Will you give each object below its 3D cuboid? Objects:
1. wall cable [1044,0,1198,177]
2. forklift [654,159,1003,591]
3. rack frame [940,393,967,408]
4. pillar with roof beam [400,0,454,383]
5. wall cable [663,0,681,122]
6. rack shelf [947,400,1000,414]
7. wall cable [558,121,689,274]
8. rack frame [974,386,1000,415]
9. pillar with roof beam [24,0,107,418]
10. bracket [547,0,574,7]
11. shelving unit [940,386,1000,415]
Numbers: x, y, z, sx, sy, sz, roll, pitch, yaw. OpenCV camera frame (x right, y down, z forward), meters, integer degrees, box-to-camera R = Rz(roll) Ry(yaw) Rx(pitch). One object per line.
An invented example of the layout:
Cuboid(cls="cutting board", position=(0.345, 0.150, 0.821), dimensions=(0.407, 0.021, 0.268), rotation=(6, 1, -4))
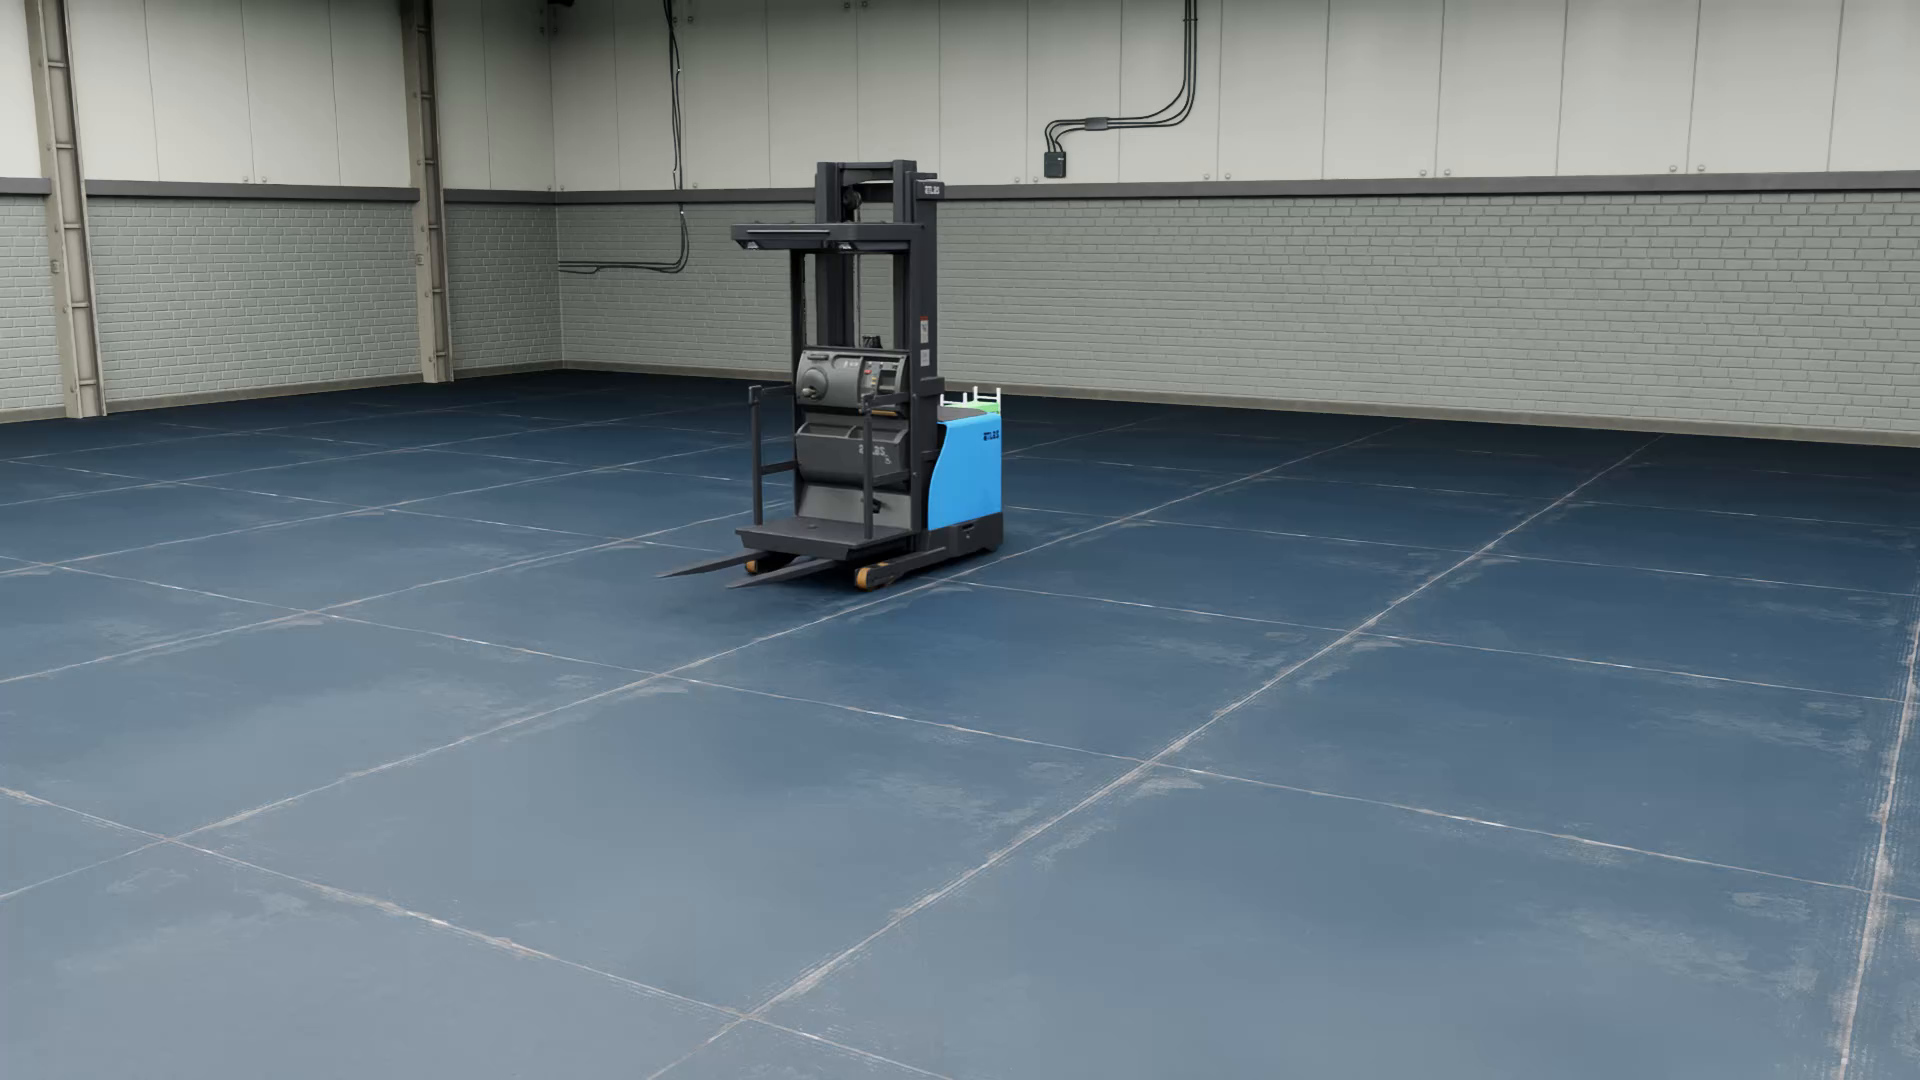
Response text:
Cuboid(cls="wall cable", position=(2.222, -8.117, 23.029), dimensions=(2.305, 6.003, 0.169), rotation=(6, 12, 31))
Cuboid(cls="forklift", position=(-0.897, -1.186, 11.741), dimensions=(1.130, 2.935, 3.031), rotation=(7, 13, 33))
Cuboid(cls="rack frame", position=(-0.051, -0.571, 13.160), dimensions=(0.240, 1.200, 0.015), rotation=(7, 13, 33))
Cuboid(cls="pillar with roof beam", position=(-4.864, -6.607, 24.203), dimensions=(9.100, 9.000, 0.548), rotation=(6, 12, 31))
Cuboid(cls="wall cable", position=(-3.571, -8.053, 26.641), dimensions=(3.097, 2.526, 0.112), rotation=(6, 12, 31))
Cuboid(cls="rack shelf", position=(0.084, -1.018, 13.284), dimensions=(0.258, 0.148, 0.480), rotation=(7, 13, 33))
Cuboid(cls="wall cable", position=(-5.884, -5.829, 28.486), dimensions=(3.097, 2.526, 0.112), rotation=(6, 12, 31))
Cuboid(cls="rack frame", position=(0.218, -0.646, 13.560), dimensions=(0.240, 1.200, 0.015), rotation=(7, 13, 33))
Cuboid(cls="pillar with roof beam", position=(-7.979, -5.663, 19.163), dimensions=(9.100, 9.000, 0.400), rotation=(6, 12, 31))
Cuboid(cls="bracket", position=(-6.794, -9.191, 28.227), dimensions=(0.235, 0.232, 0.430), rotation=(6, 12, 31))
Cuboid(cls="shelving unit", position=(0.084, -0.609, 13.360), dimensions=(0.258, 1.200, 0.503), rotation=(7, 13, 33))
